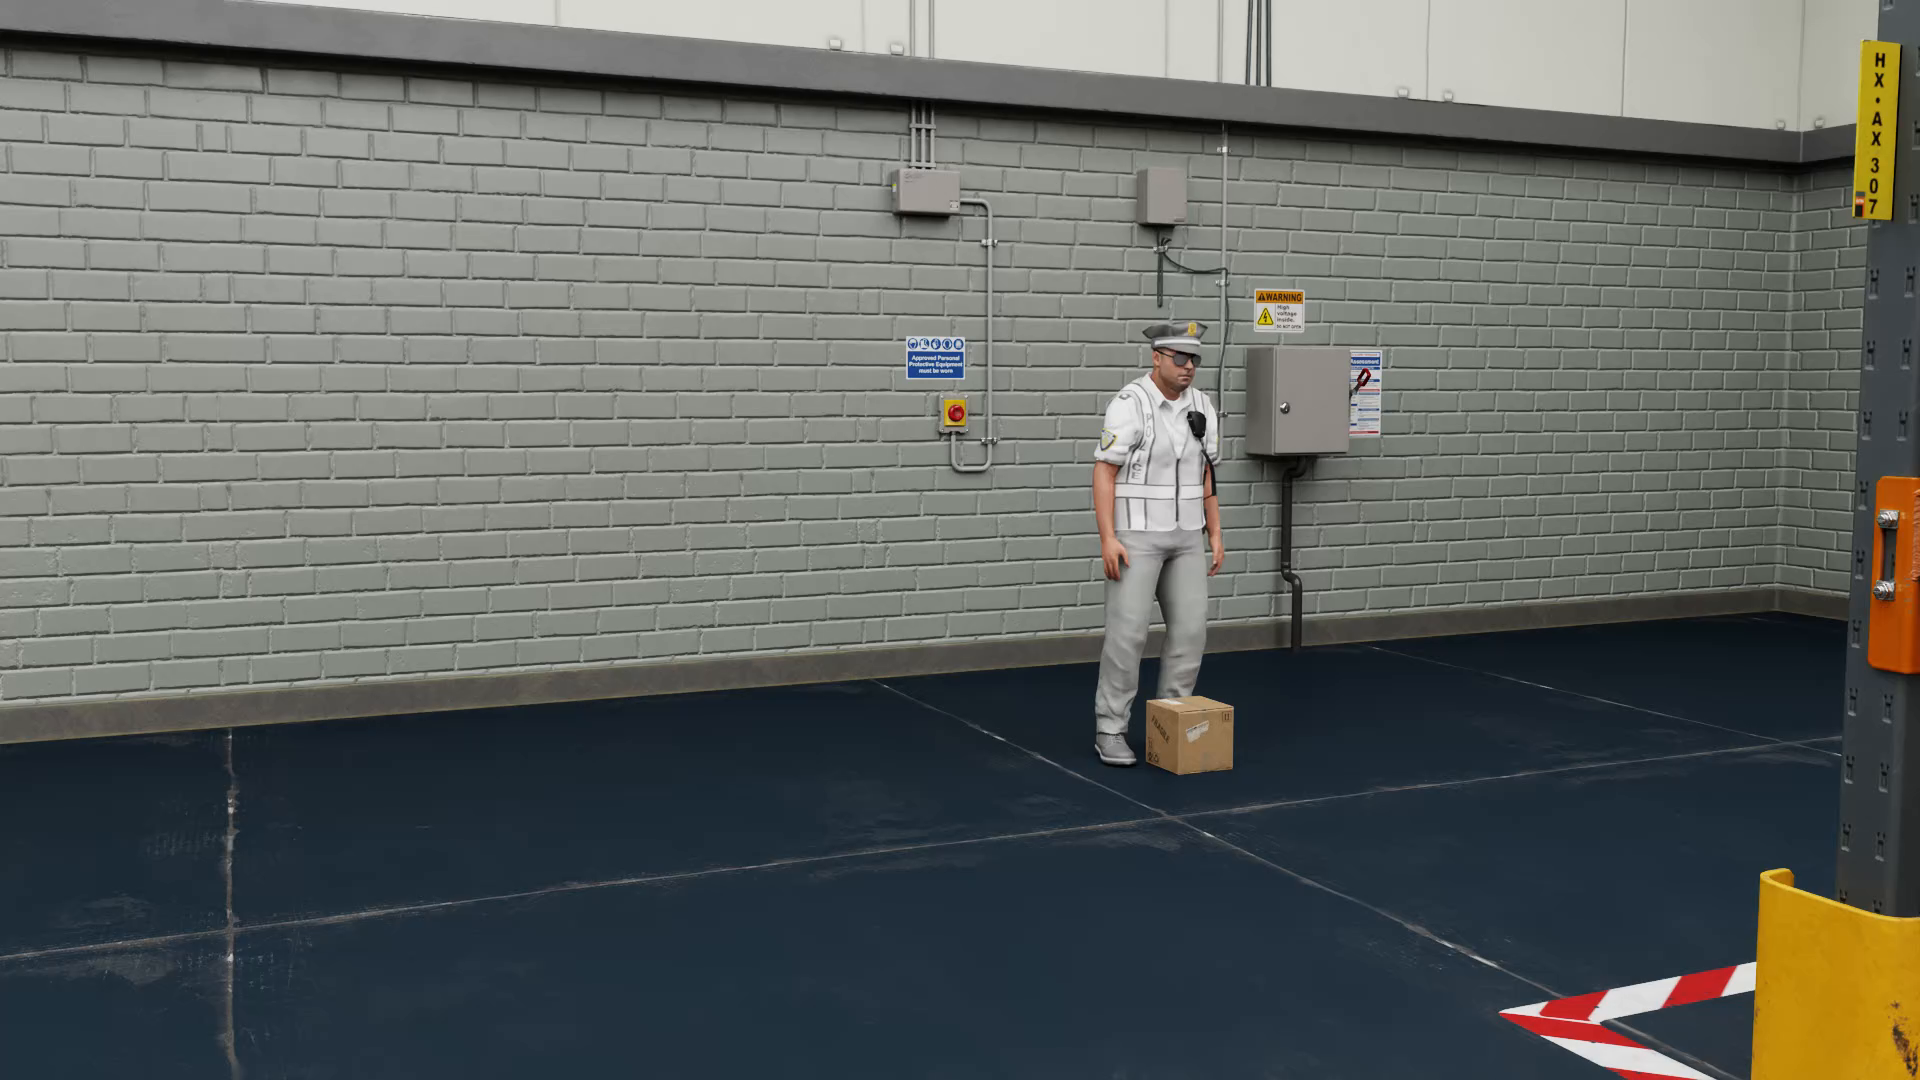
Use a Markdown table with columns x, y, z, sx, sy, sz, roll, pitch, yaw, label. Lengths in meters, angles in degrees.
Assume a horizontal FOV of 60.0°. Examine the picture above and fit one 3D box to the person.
| x | y | z | sx | sy | sz | roll | pitch | yaw | label |
| --- | --- | --- | --- | --- | --- | --- | --- | --- | --- |
| 0.802 | -0.001 | 6.722 | 0.606 | 1.748 | 0.473 | -3 | 6 | -27 | person |
